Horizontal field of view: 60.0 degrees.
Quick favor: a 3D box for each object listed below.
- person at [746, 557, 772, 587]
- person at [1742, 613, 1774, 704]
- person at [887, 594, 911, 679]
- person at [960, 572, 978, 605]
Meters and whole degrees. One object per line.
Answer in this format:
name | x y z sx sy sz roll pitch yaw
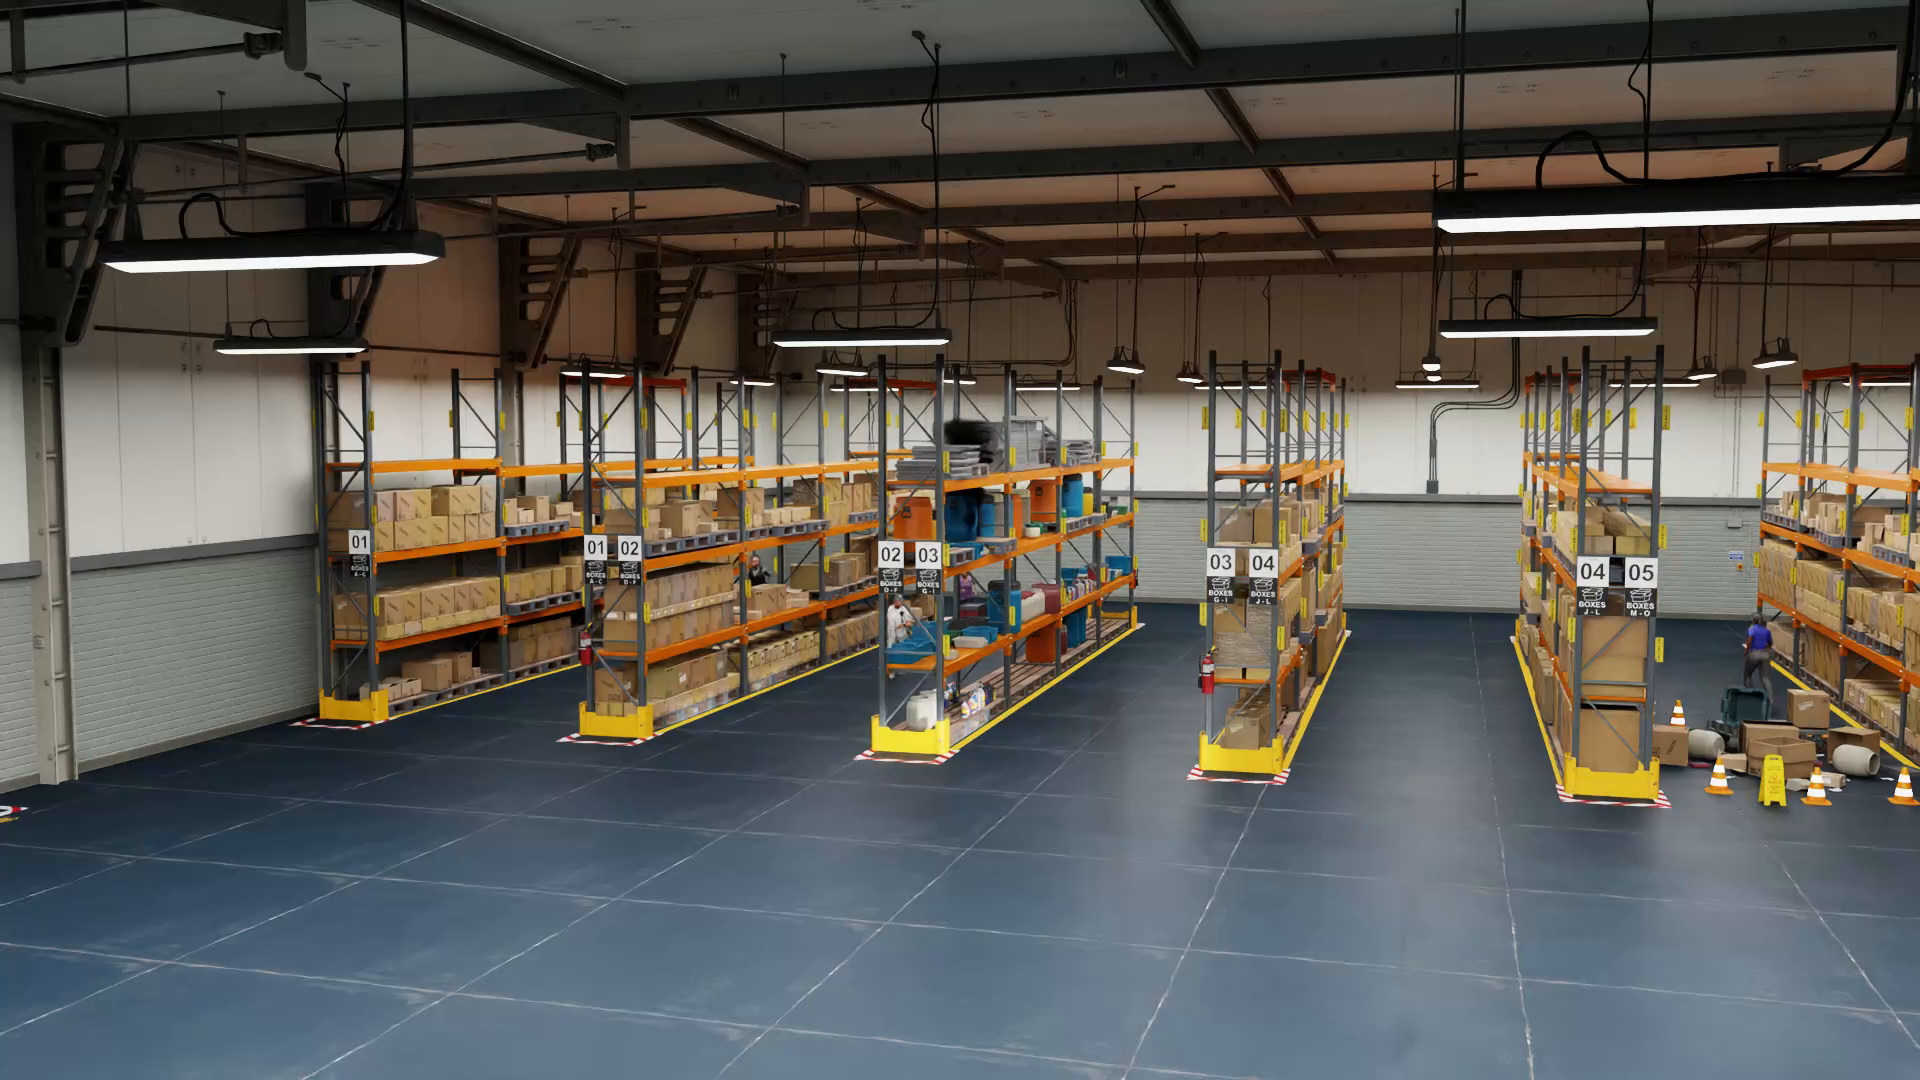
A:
person | -4.890 1.289 40.025 0.611 1.775 0.833 1 4 14
person | 13.946 2.116 29.032 0.582 1.646 0.965 0 4 2
person | -1.205 1.882 32.403 0.518 1.684 0.786 0 4 6
person | 0.149 1.400 39.715 0.538 1.524 0.885 0 4 3
